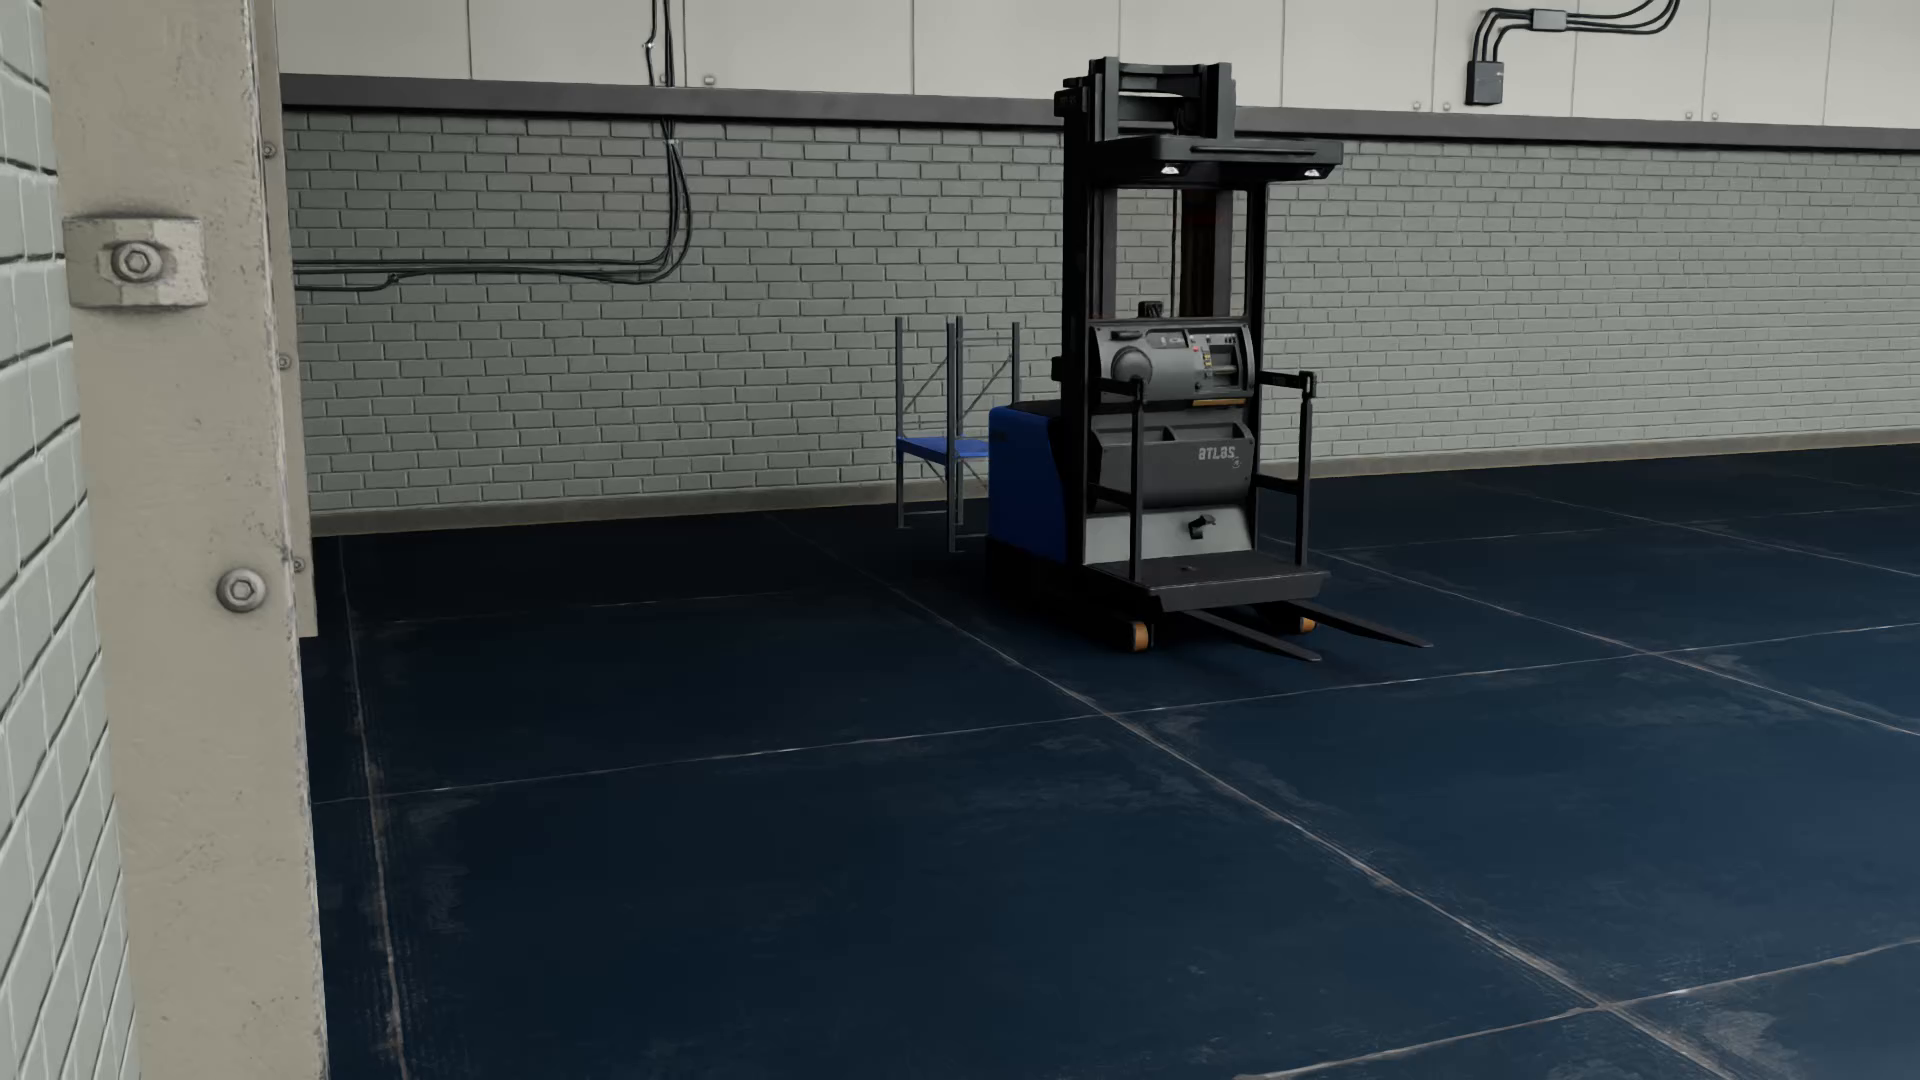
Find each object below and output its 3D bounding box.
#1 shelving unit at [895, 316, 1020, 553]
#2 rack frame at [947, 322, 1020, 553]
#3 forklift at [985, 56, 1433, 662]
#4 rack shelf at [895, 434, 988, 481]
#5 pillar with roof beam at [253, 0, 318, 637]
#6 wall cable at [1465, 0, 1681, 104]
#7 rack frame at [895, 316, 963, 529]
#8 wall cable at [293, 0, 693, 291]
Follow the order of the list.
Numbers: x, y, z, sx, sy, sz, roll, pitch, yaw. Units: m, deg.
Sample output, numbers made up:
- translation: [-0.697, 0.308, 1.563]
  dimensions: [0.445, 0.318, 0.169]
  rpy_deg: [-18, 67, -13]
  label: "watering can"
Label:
- translation: [-0.031, -0.752, 11.367]
  dimensions: [0.538, 1.500, 1.048]
  rpy_deg: [-4, 11, -21]
  label: "shelving unit"
- translation: [0.153, -0.669, 10.901]
  dimensions: [0.500, 1.500, 0.032]
  rpy_deg: [-4, 11, -21]
  label: "rack frame"
- translation: [1.211, -0.967, 8.487]
  dimensions: [1.130, 2.935, 3.031]
  rpy_deg: [-4, 11, -24]
  label: "forklift"
- translation: [-0.031, -0.575, 11.399]
  dimensions: [0.538, 0.185, 1.000]
  rpy_deg: [-4, 11, -21]
  label: "rack shelf"
- translation: [0.467, -4.229, 9.499]
  dimensions: [9.100, 9.000, 0.400]
  rpy_deg: [-4, 11, -21]
  label: "pillar with roof beam"
- translation: [5.474, -6.795, 14.213]
  dimensions: [2.305, 6.003, 0.169]
  rpy_deg: [-4, 11, -21]
  label: "wall cable"
- translation: [-0.215, -0.835, 11.834]
  dimensions: [0.500, 1.500, 0.032]
  rpy_deg: [-4, 11, -21]
  label: "rack frame"
- translation: [-3.380, -2.992, 11.410]
  dimensions: [3.097, 2.526, 0.112]
  rpy_deg: [-4, 11, -21]
  label: "wall cable"
